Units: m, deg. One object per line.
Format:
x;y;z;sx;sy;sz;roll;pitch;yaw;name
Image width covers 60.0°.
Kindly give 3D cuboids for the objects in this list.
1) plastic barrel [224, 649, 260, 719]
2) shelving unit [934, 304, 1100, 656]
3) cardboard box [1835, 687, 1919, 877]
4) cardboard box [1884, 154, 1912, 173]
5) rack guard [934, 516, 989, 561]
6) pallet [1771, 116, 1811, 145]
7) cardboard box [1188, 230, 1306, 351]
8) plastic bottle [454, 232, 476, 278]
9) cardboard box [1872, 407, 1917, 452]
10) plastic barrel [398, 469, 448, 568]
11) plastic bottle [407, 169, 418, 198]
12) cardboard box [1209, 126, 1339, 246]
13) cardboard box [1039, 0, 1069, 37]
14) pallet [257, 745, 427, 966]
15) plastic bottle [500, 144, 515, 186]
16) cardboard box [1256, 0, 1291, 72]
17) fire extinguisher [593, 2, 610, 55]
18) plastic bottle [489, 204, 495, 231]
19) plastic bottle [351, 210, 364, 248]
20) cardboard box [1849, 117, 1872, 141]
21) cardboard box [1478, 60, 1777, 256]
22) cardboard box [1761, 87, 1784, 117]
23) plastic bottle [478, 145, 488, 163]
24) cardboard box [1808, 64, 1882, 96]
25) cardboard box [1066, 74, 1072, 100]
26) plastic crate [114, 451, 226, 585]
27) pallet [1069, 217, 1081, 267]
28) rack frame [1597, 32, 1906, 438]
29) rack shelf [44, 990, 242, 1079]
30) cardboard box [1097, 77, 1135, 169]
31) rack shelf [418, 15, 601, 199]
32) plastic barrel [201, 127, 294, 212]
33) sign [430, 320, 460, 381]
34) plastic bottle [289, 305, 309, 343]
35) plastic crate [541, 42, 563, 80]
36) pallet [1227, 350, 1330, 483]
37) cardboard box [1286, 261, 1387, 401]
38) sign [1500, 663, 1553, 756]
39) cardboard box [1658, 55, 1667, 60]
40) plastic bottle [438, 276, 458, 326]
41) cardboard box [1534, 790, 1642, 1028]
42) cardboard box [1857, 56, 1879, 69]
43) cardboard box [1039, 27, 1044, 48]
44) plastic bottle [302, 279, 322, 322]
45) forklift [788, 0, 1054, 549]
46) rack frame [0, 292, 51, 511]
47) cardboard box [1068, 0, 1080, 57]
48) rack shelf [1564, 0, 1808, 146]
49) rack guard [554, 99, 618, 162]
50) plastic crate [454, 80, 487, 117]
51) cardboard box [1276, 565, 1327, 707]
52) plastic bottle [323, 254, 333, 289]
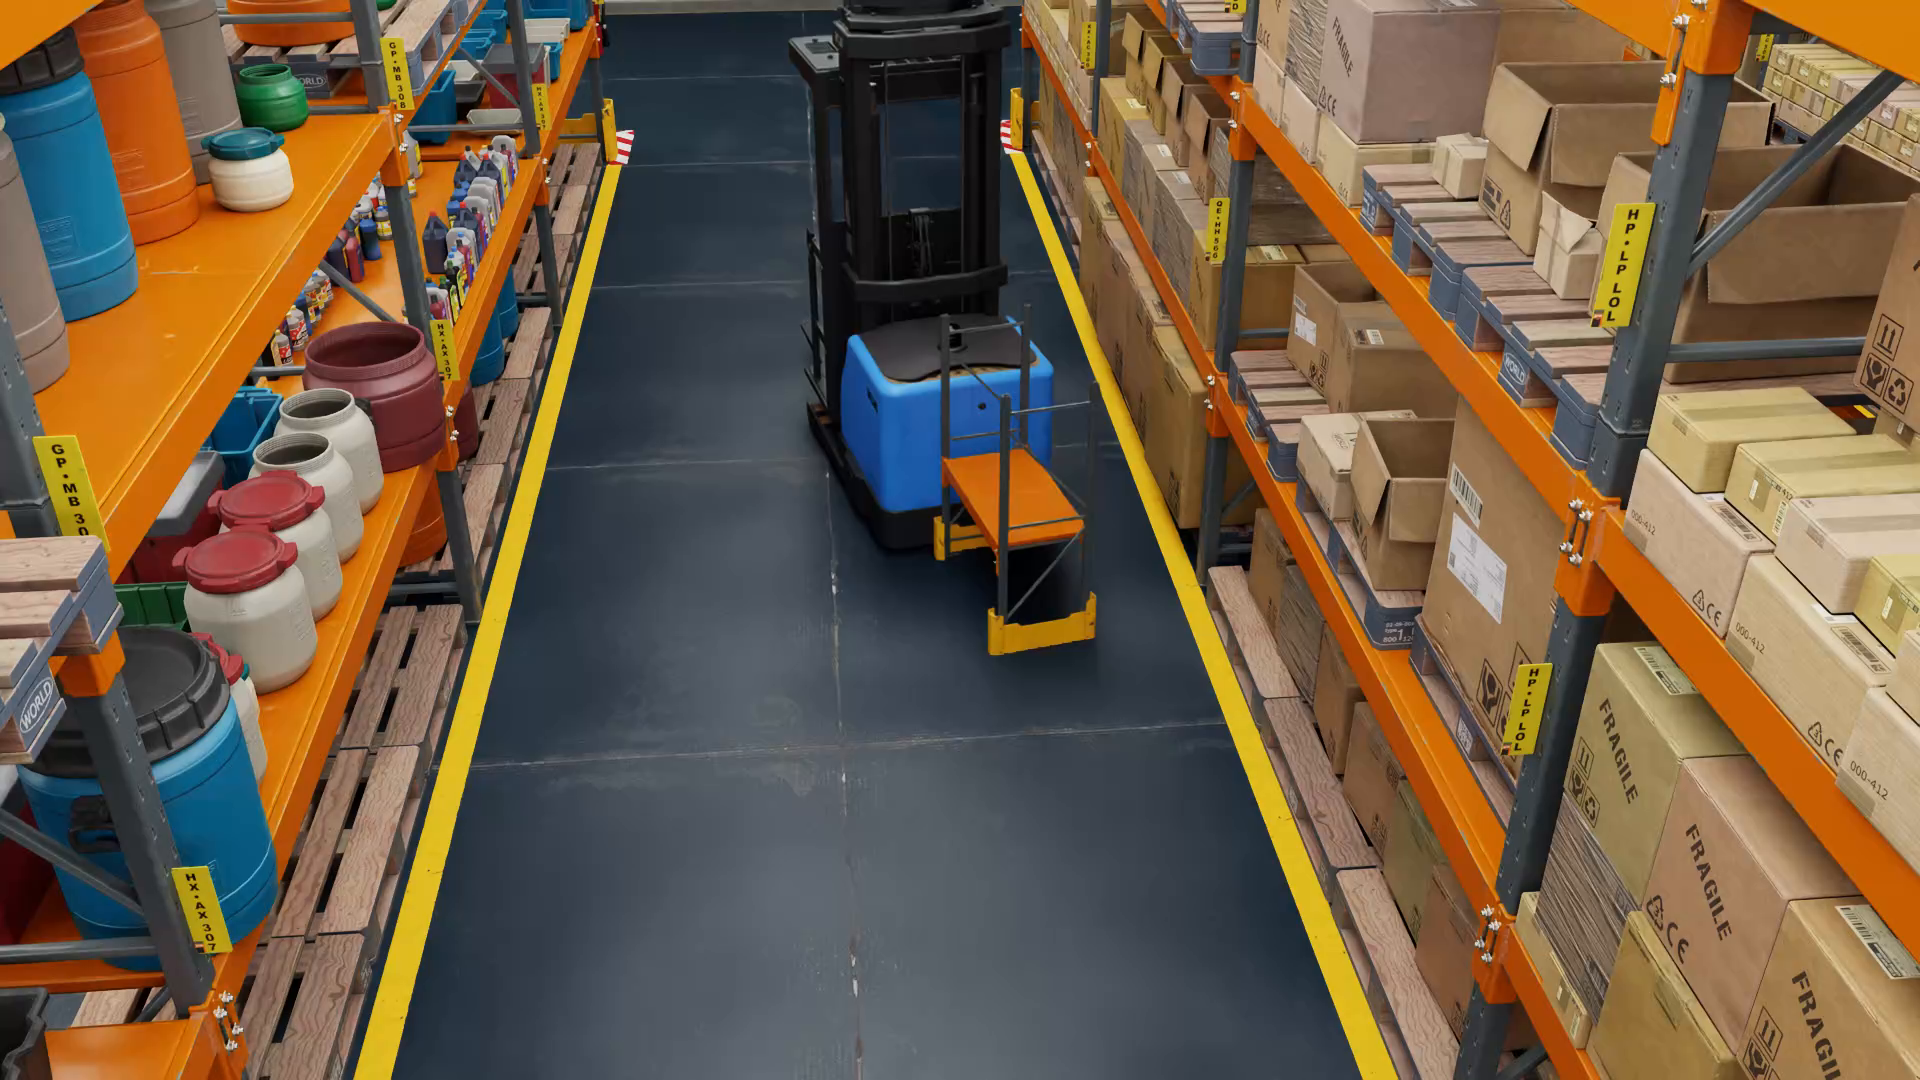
-2.694;0.580;5.989;0.301;0.262;0.301;0;31;0;plastic barrel
0.286;-0.339;8.855;0.587;1.500;1.083;-9;32;-15;shelving unit
2.085;0.509;3.194;0.500;0.250;0.500;-4;31;-7;cardboard box
6.135;-2.358;10.608;0.380;0.149;0.250;-4;31;-7;cardboard box
0.139;-0.047;9.584;0.587;0.250;0.087;-9;32;-15;rack guard
6.335;-2.825;11.741;1.003;0.211;1.213;-3;31;-5;pallet
1.541;-1.359;9.002;0.500;0.500;0.500;-2;31;-3;cardboard box
-2.907;-1.670;9.746;0.097;0.271;0.097;0;31;0;plastic bottle
2.526;-0.276;4.119;0.380;0.149;0.250;-2;31;-3;cardboard box
-3.160;-0.336;9.094;0.600;0.830;0.708;-3;31;-5;plastic barrel
-3.650;-2.370;10.986;0.097;0.201;0.097;0;31;0;plastic bottle
1.782;-1.924;8.969;0.797;0.503;0.637;-2;31;-3;cardboard box
0.961;-4.444;14.121;0.500;0.250;0.500;-4;31;-6;cardboard box
-2.953;1.377;7.238;1.003;0.211;1.213;-3;31;-5;pallet
-3.045;-2.529;11.173;0.061;0.283;0.133;-3;31;-5;plastic bottle
1.622;-2.369;7.281;0.500;0.500;0.500;-2;31;-4;cardboard box
-3.406;-4.828;15.348;0.296;0.674;0.183;-3;31;-5;fire extinguisher
-2.980;-2.039;10.433;0.097;0.201;0.097;0;31;0;plastic bottle
-3.715;-1.919;10.164;0.097;0.271;0.097;0;31;0;plastic bottle
6.090;-2.747;10.969;0.380;0.149;0.250;-2;31;-3;cardboard box
2.174;-1.272;5.519;0.797;0.503;0.637;-2;31;-3;cardboard box
5.987;-3.153;11.940;0.380;0.149;0.250;-4;31;-7;cardboard box
-3.235;-2.594;11.362;0.097;0.201;0.097;0;31;0;plastic bottle
6.040;-3.136;11.330;0.380;0.149;0.250;-2;31;-4;cardboard box
1.034;-3.544;13.003;0.380;0.149;0.250;-2;31;-4;cardboard box
-3.251;-0.026;6.807;0.402;0.464;0.583;-3;31;-5;plastic crate
1.467;-2.313;13.416;1.003;0.211;1.213;-3;31;-5;pallet
2.208;-1.609;3.669;1.000;3.000;0.127;-3;31;-5;rack frame
-2.537;2.534;3.285;1.077;0.370;4.000;-3;31;-5;rack shelf
1.255;-2.914;11.606;0.500;0.500;0.500;-3;31;-4;cardboard box
-3.658;-3.593;13.542;1.077;0.370;4.000;-3;31;-5;rack shelf
-2.746;-1.429;6.427;0.301;0.262;0.301;0;31;0;plastic barrel
-2.550;-0.939;8.237;0.100;0.325;0.005;-3;31;-5;sign
-3.583;-1.167;8.972;0.097;0.201;0.097;0;31;0;plastic bottle
-3.397;-3.841;13.360;0.416;0.233;0.300;-3;31;-5;plastic crate
2.007;-0.635;8.075;1.213;0.211;1.003;-3;31;-5;pallet
1.924;-1.025;8.034;0.500;0.500;0.500;-6;31;-11;cardboard box
1.656;0.498;4.863;0.100;0.325;0.005;-3;31;-5;sign
6.025;-3.999;13.765;0.380;0.149;0.250;-3;31;-5;cardboard box
-2.826;-1.332;9.168;0.061;0.283;0.133;-3;31;-5;plastic bottle
2.188;1.028;4.716;0.875;0.500;0.500;-3;31;-5;cardboard box
6.640;-3.436;11.833;0.380;0.149;0.250;-1;31;-2;cardboard box
0.889;-4.331;14.320;0.380;0.149;0.250;-3;31;-6;cardboard box
-3.610;-1.346;9.203;0.097;0.271;0.097;0;31;0;plastic bottle
-0.375;-1.953;10.161;1.130;2.935;3.031;-9;32;-15;forklift
-2.723;-1.372;3.271;1.000;3.000;0.127;-3;31;-5;rack frame
1.109;-3.981;12.615;0.500;0.500;0.500;-2;31;-4;cardboard box
2.021;-2.150;5.665;1.077;0.370;4.000;-3;31;-5;rack shelf
-3.860;-3.861;15.727;1.175;0.500;0.348;-3;31;-5;rack guard
-3.843;-3.347;12.638;0.437;0.125;0.590;-3;31;-5;plastic crate
1.981;0.432;8.110;0.700;0.500;0.500;-5;31;-9;cardboard box
-3.666;-1.558;9.547;0.061;0.283;0.133;-3;31;-5;plastic bottle
